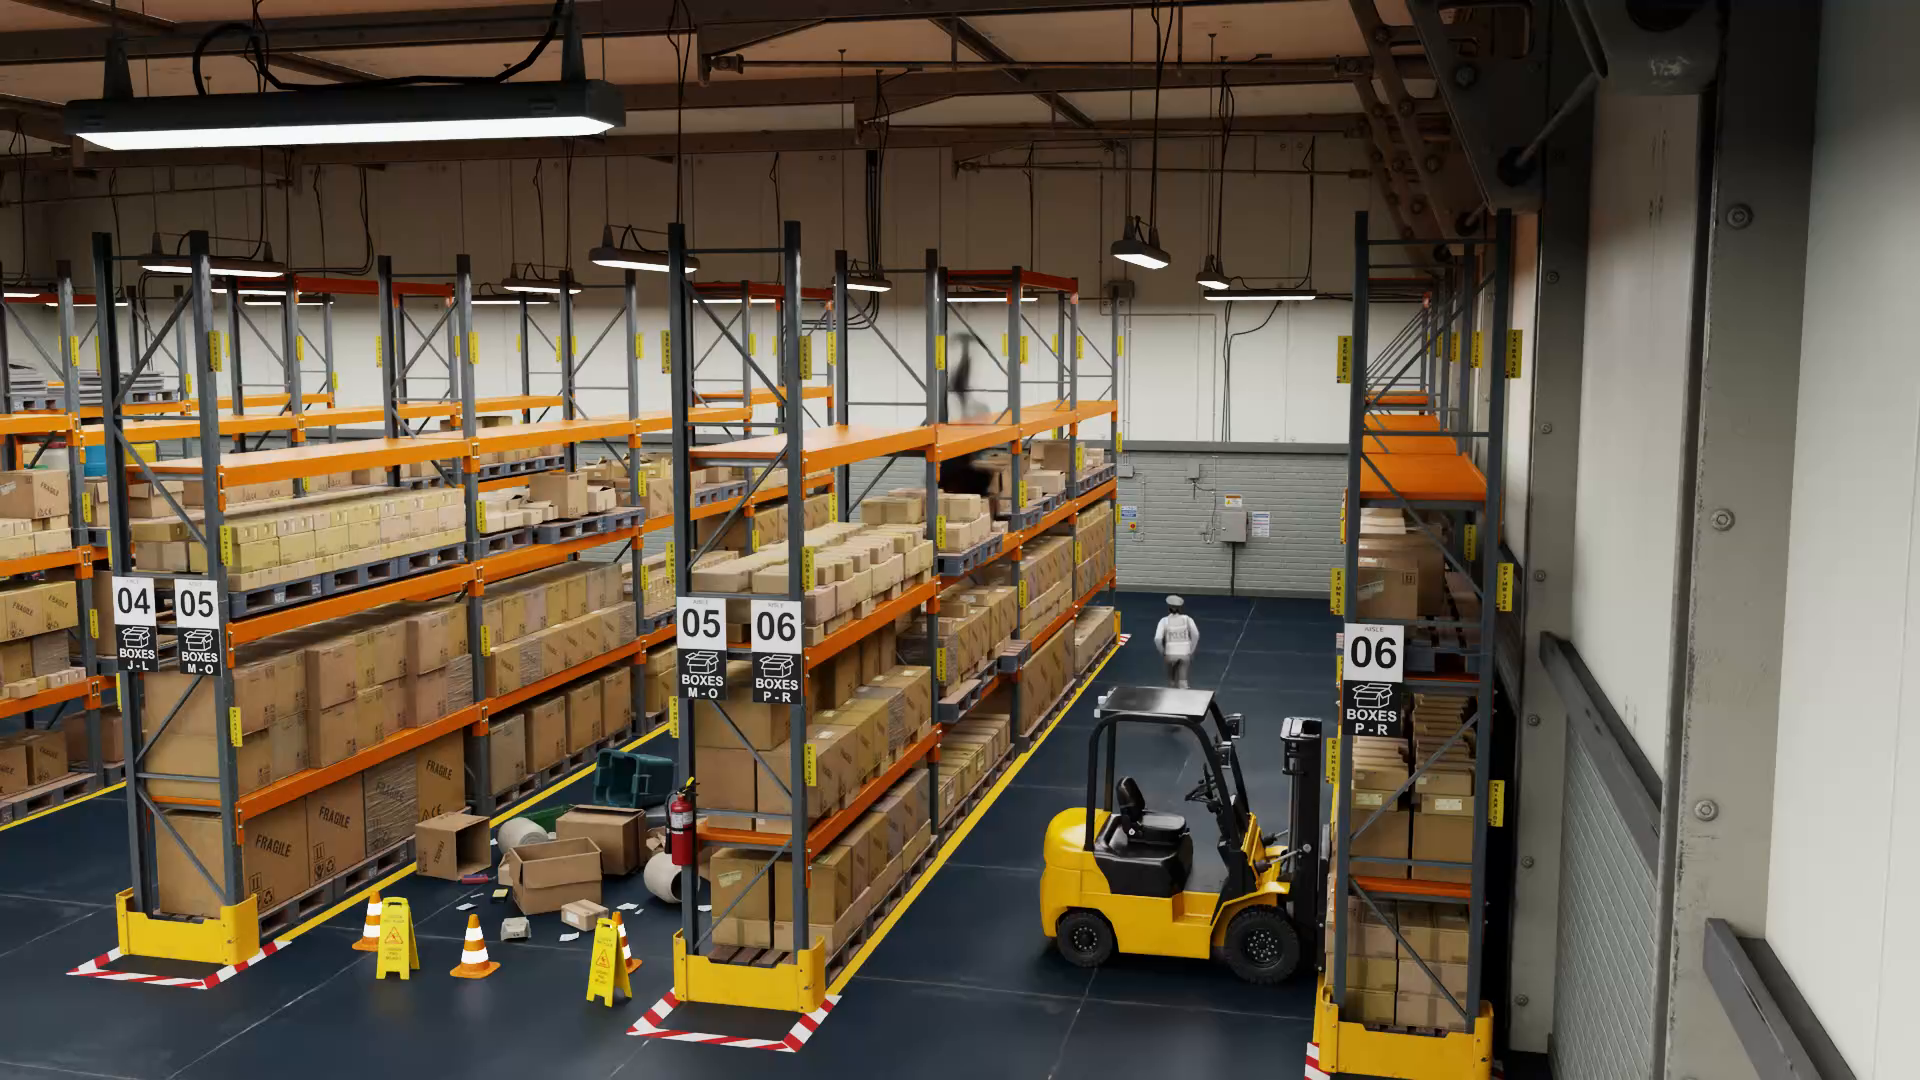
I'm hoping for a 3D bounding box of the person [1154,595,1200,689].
[{"bbox_3d":[2.953,1.621,22.624,0.623,1.679,0.891,0,7,1],"label":"person"}]
